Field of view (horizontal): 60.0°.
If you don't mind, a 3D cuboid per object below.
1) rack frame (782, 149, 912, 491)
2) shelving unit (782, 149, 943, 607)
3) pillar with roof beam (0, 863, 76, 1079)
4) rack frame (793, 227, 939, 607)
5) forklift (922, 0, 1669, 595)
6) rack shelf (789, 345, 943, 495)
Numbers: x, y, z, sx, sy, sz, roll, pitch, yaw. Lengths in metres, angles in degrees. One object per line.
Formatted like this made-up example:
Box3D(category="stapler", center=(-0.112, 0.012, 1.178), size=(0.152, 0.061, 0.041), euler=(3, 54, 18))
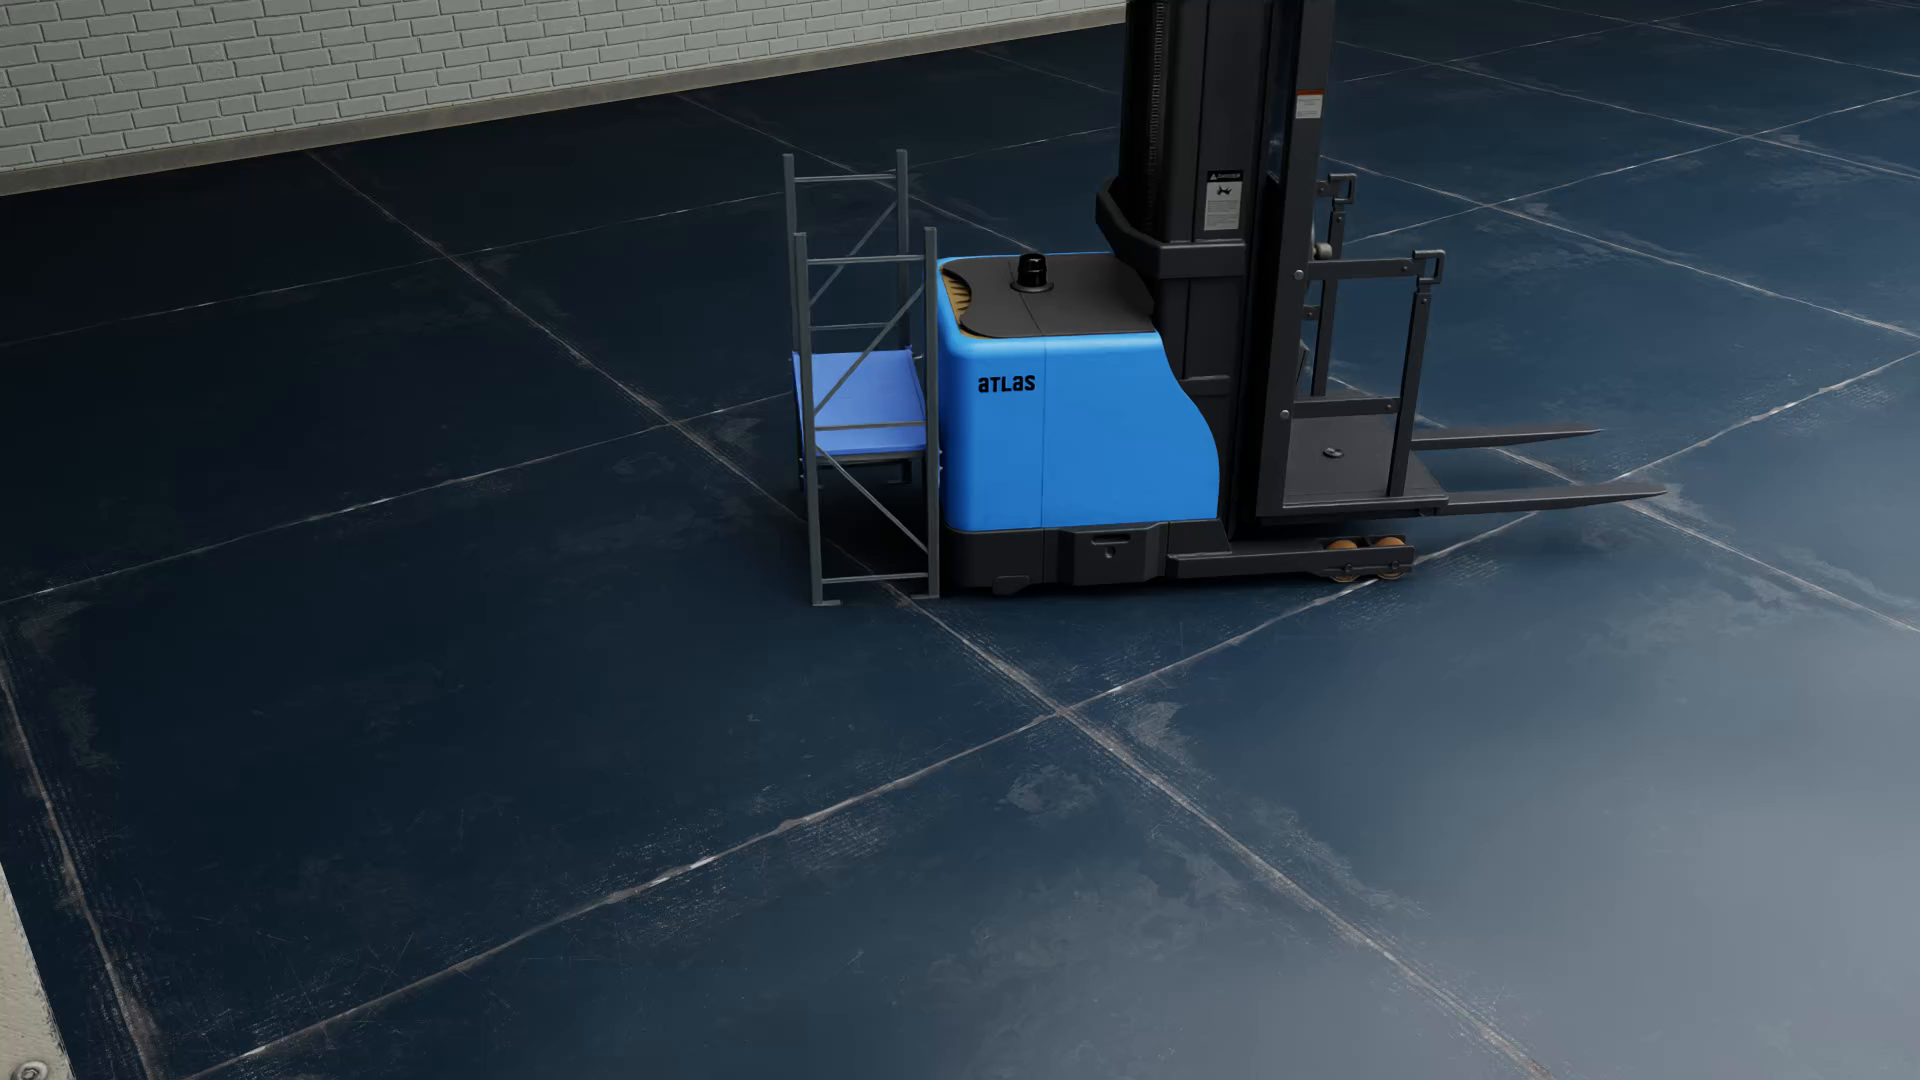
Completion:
Box3D(category="rack frame", center=(-0.464, -0.901, 7.054), size=(0.500, 1.500, 0.032), euler=(-4, 29, -7))
Box3D(category="shelving unit", center=(-0.397, -0.660, 6.611), size=(0.538, 1.500, 1.048), euler=(-4, 29, -7))
Box3D(category="pillar with roof beam", center=(1.161, -3.622, 4.207), size=(9.100, 9.000, 0.400), euler=(-19, 34, -31))
Box3D(category="rack frame", center=(-0.331, -0.420, 6.168), size=(0.500, 1.500, 0.032), euler=(-4, 29, -7))
Box3D(category="forklift", center=(1.388, -1.366, 6.411), size=(3.031, 2.935, 1.130), euler=(-3, 29, -6))
Box3D(category="rack shelf", center=(-0.397, -0.502, 6.697), size=(0.538, 0.185, 1.000), euler=(-4, 29, -7))
